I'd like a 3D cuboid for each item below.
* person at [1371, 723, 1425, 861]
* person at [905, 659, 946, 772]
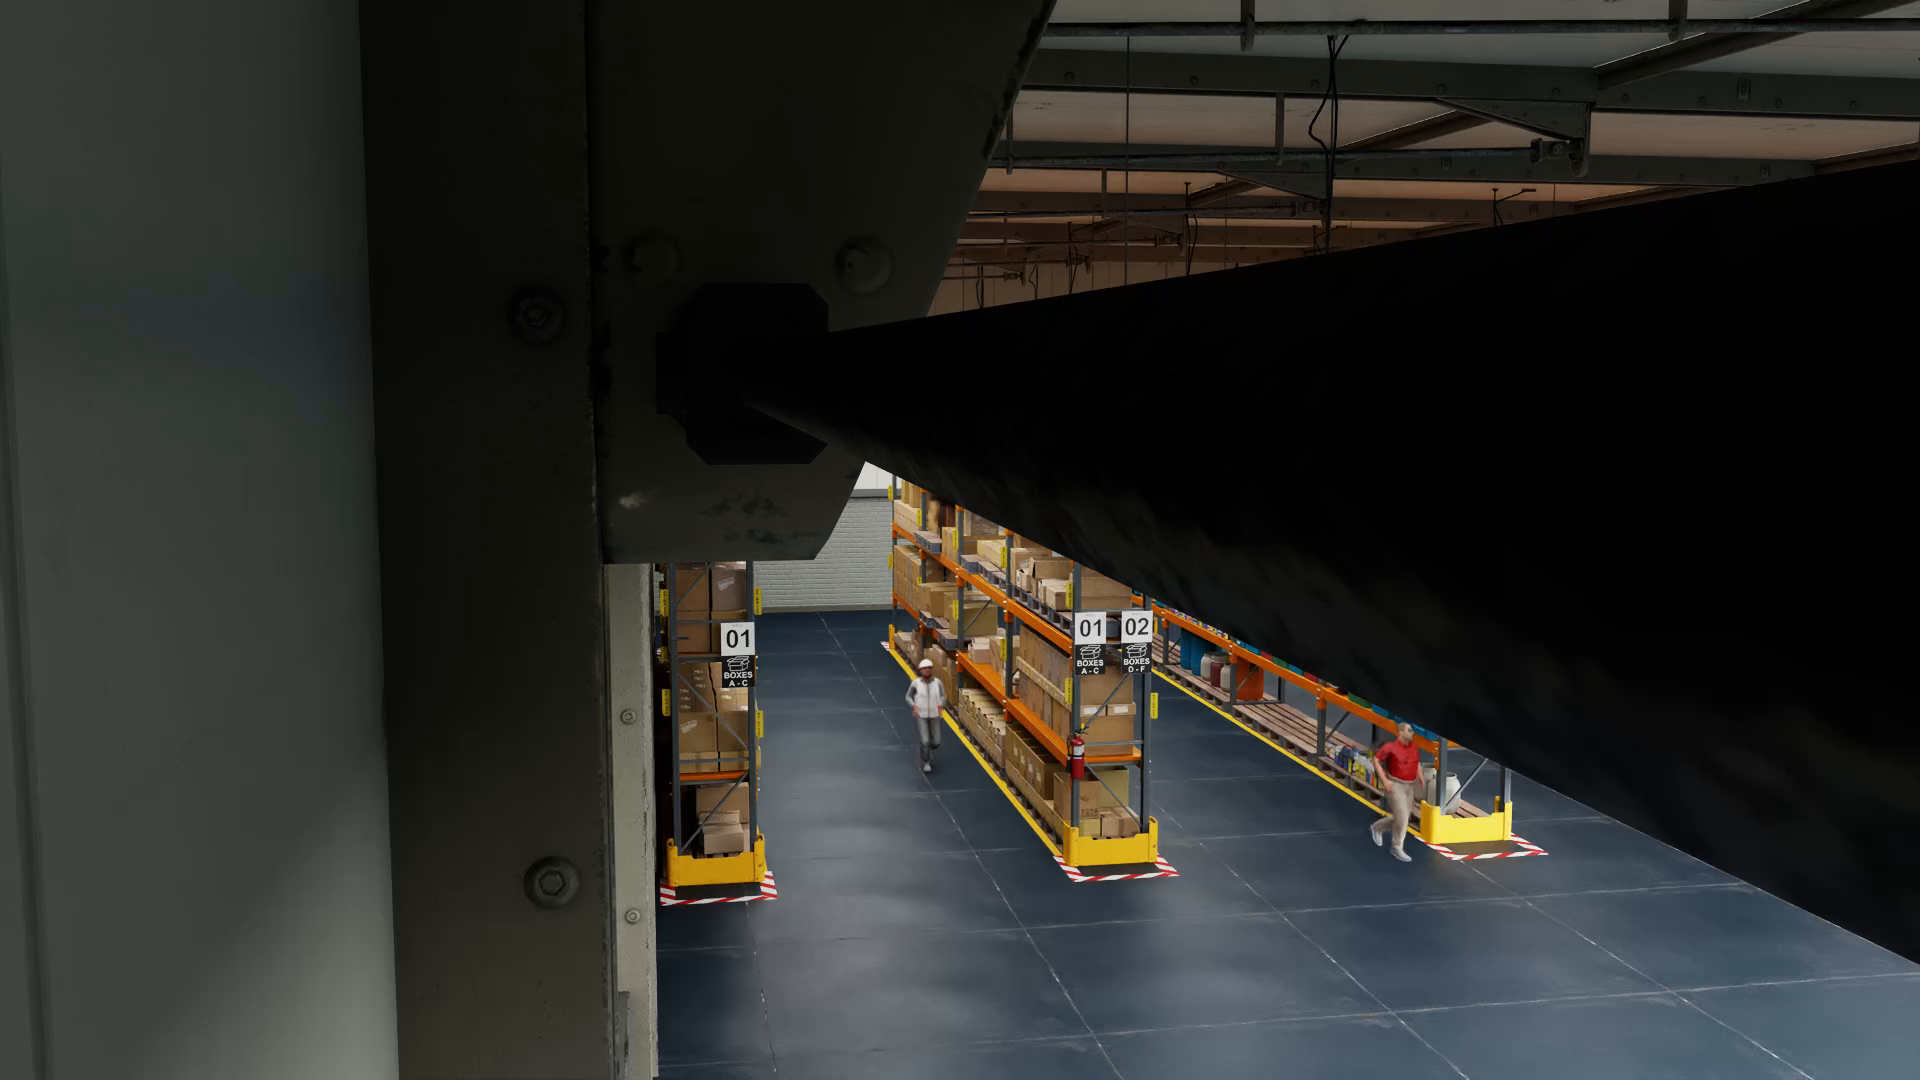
[{"bbox_3d":[5.640,3.196,21.384,0.703,1.708,0.742,-4,7,-33],"label":"person"},{"bbox_3d":[-0.519,2.698,25.705,0.657,1.721,0.612,-1,6,-11],"label":"person"}]
